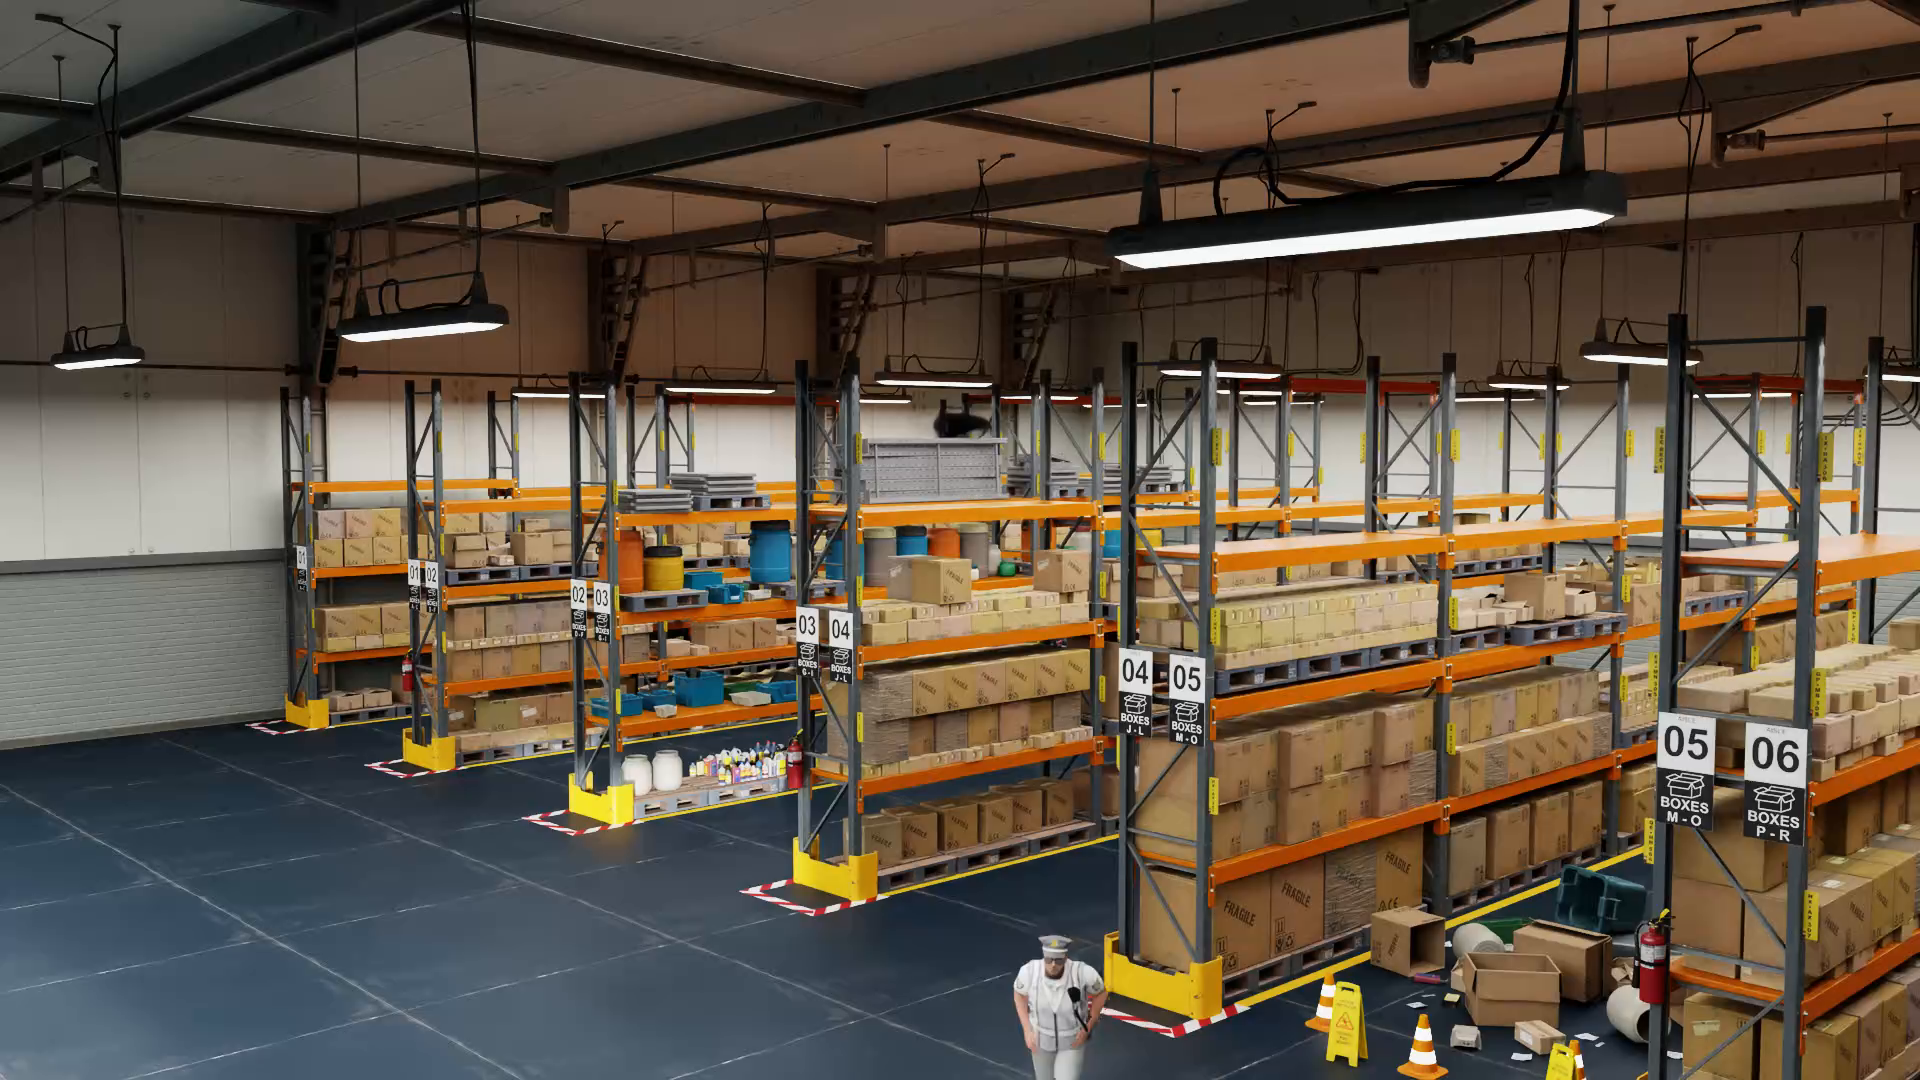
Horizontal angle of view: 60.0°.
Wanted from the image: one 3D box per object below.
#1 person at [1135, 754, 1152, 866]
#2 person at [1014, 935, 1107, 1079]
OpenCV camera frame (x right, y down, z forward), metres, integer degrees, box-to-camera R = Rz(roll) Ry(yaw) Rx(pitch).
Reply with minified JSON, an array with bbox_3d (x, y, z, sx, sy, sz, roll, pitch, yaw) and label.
[{"bbox_3d":[2.131,3.158,19.005,0.552,1.594,0.689,1,4,21],"label":"person"},{"bbox_3d":[0.724,3.583,11.960,0.668,1.720,0.933,0,4,6],"label":"person"}]
